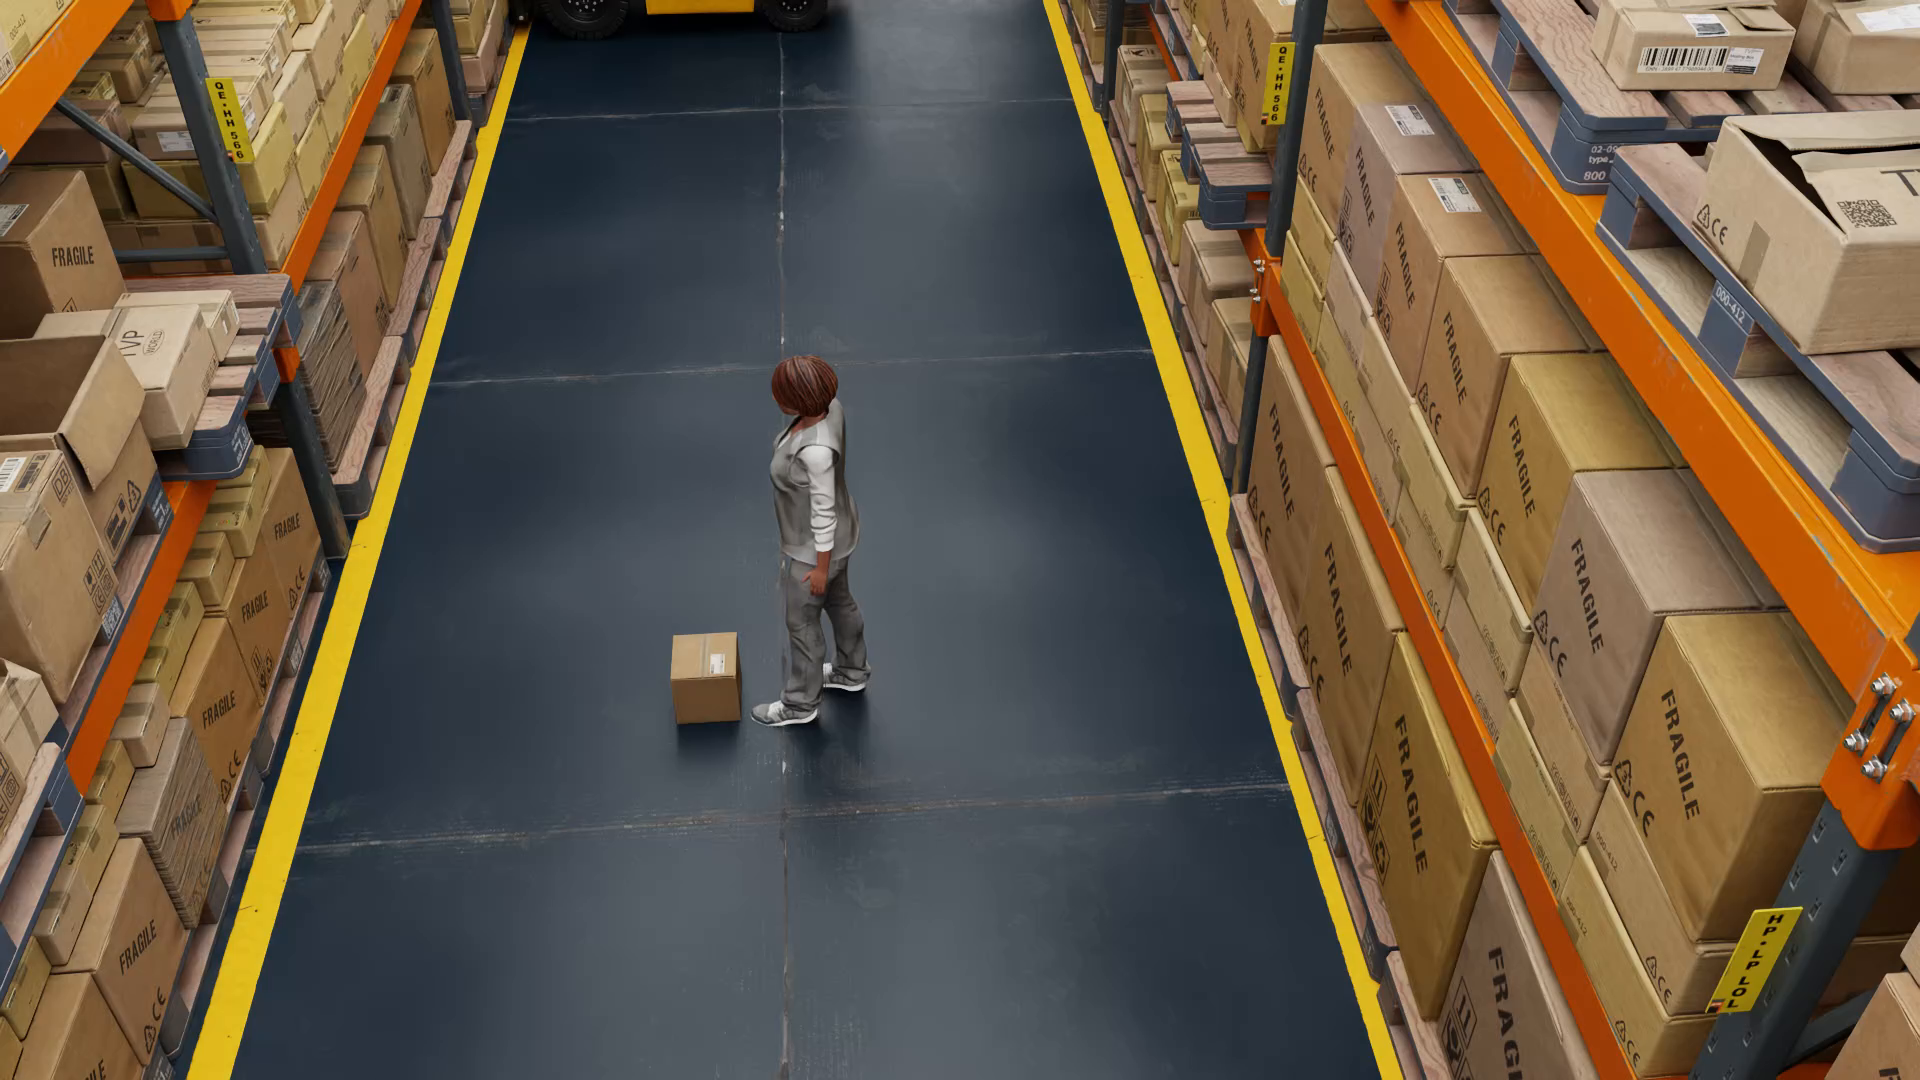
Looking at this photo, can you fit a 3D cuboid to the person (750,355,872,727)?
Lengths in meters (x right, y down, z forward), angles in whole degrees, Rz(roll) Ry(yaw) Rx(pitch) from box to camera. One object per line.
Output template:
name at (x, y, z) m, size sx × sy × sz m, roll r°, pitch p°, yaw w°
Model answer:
person at (-0.586, -0.005, 6.169) m, size 0.473 × 1.615 × 0.441 m, roll 2°, pitch 40°, yaw 2°
